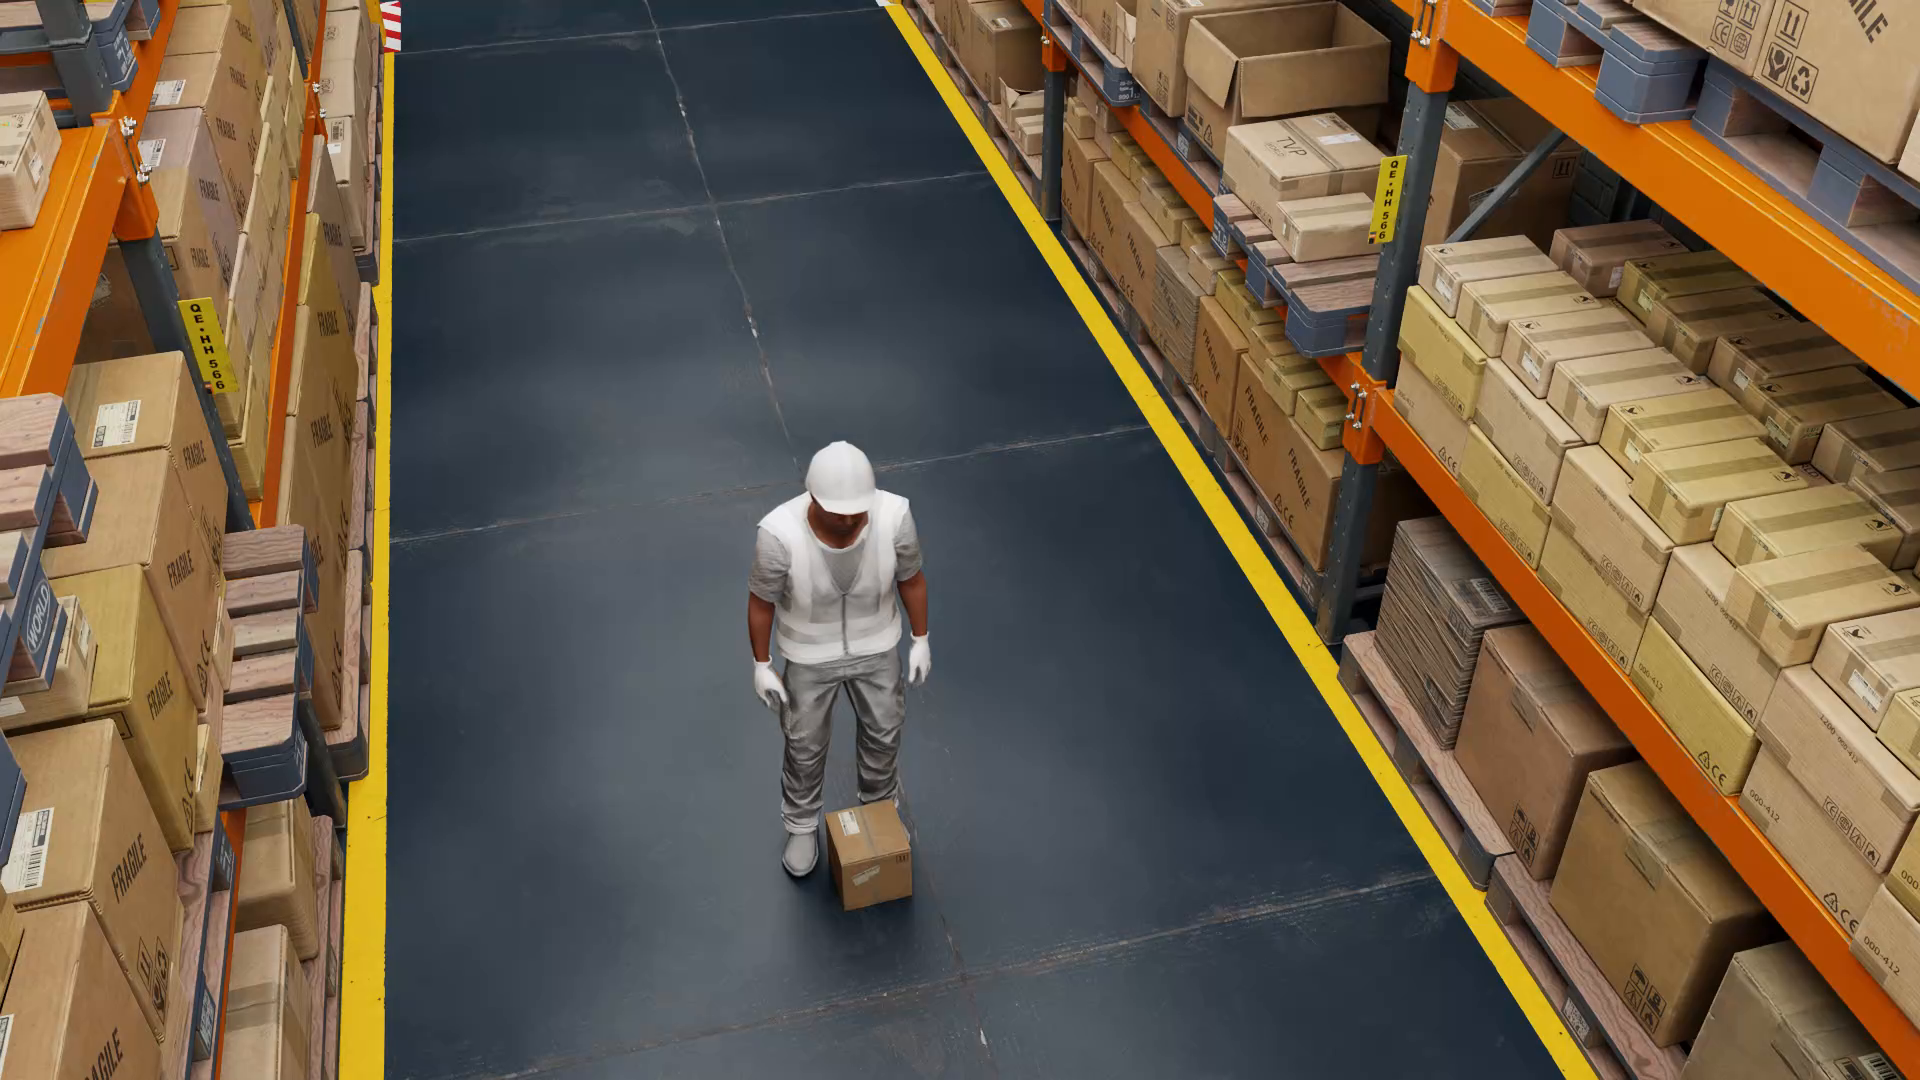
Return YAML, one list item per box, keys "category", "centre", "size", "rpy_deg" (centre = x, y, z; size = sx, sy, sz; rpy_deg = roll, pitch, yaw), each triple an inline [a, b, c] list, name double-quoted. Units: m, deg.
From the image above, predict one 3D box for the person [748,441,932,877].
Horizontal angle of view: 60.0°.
- category: "person"
  centre: [-0.402, 0.389, 5.642]
  size: [0.617, 1.775, 0.446]
  rpy_deg: [-9, 39, -12]
